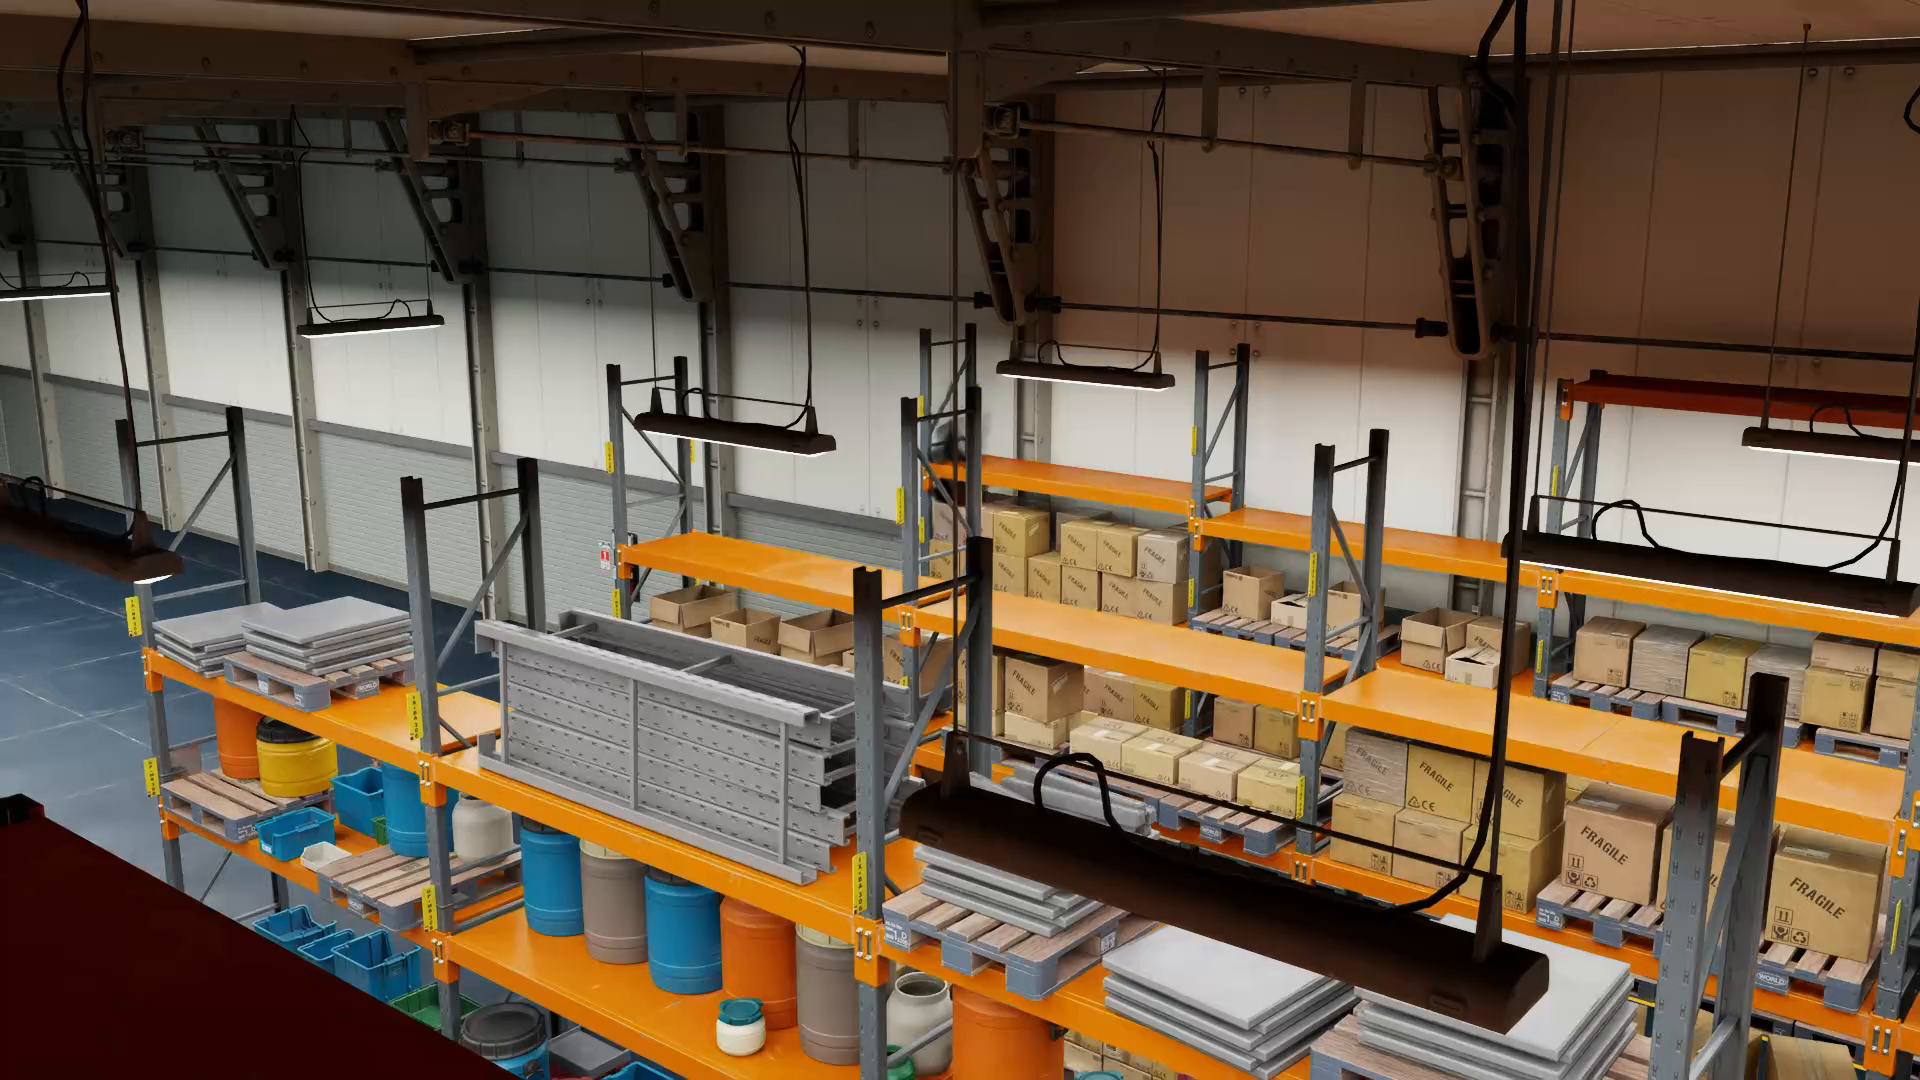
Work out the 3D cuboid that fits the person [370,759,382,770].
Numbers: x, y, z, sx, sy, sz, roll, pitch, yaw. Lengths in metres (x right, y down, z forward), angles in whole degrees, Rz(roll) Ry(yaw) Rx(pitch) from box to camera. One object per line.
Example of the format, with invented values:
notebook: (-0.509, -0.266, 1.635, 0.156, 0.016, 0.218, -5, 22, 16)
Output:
person: (-6.310, 3.186, 18.555, 0.838, 1.639, 0.615, -6, 14, -24)
